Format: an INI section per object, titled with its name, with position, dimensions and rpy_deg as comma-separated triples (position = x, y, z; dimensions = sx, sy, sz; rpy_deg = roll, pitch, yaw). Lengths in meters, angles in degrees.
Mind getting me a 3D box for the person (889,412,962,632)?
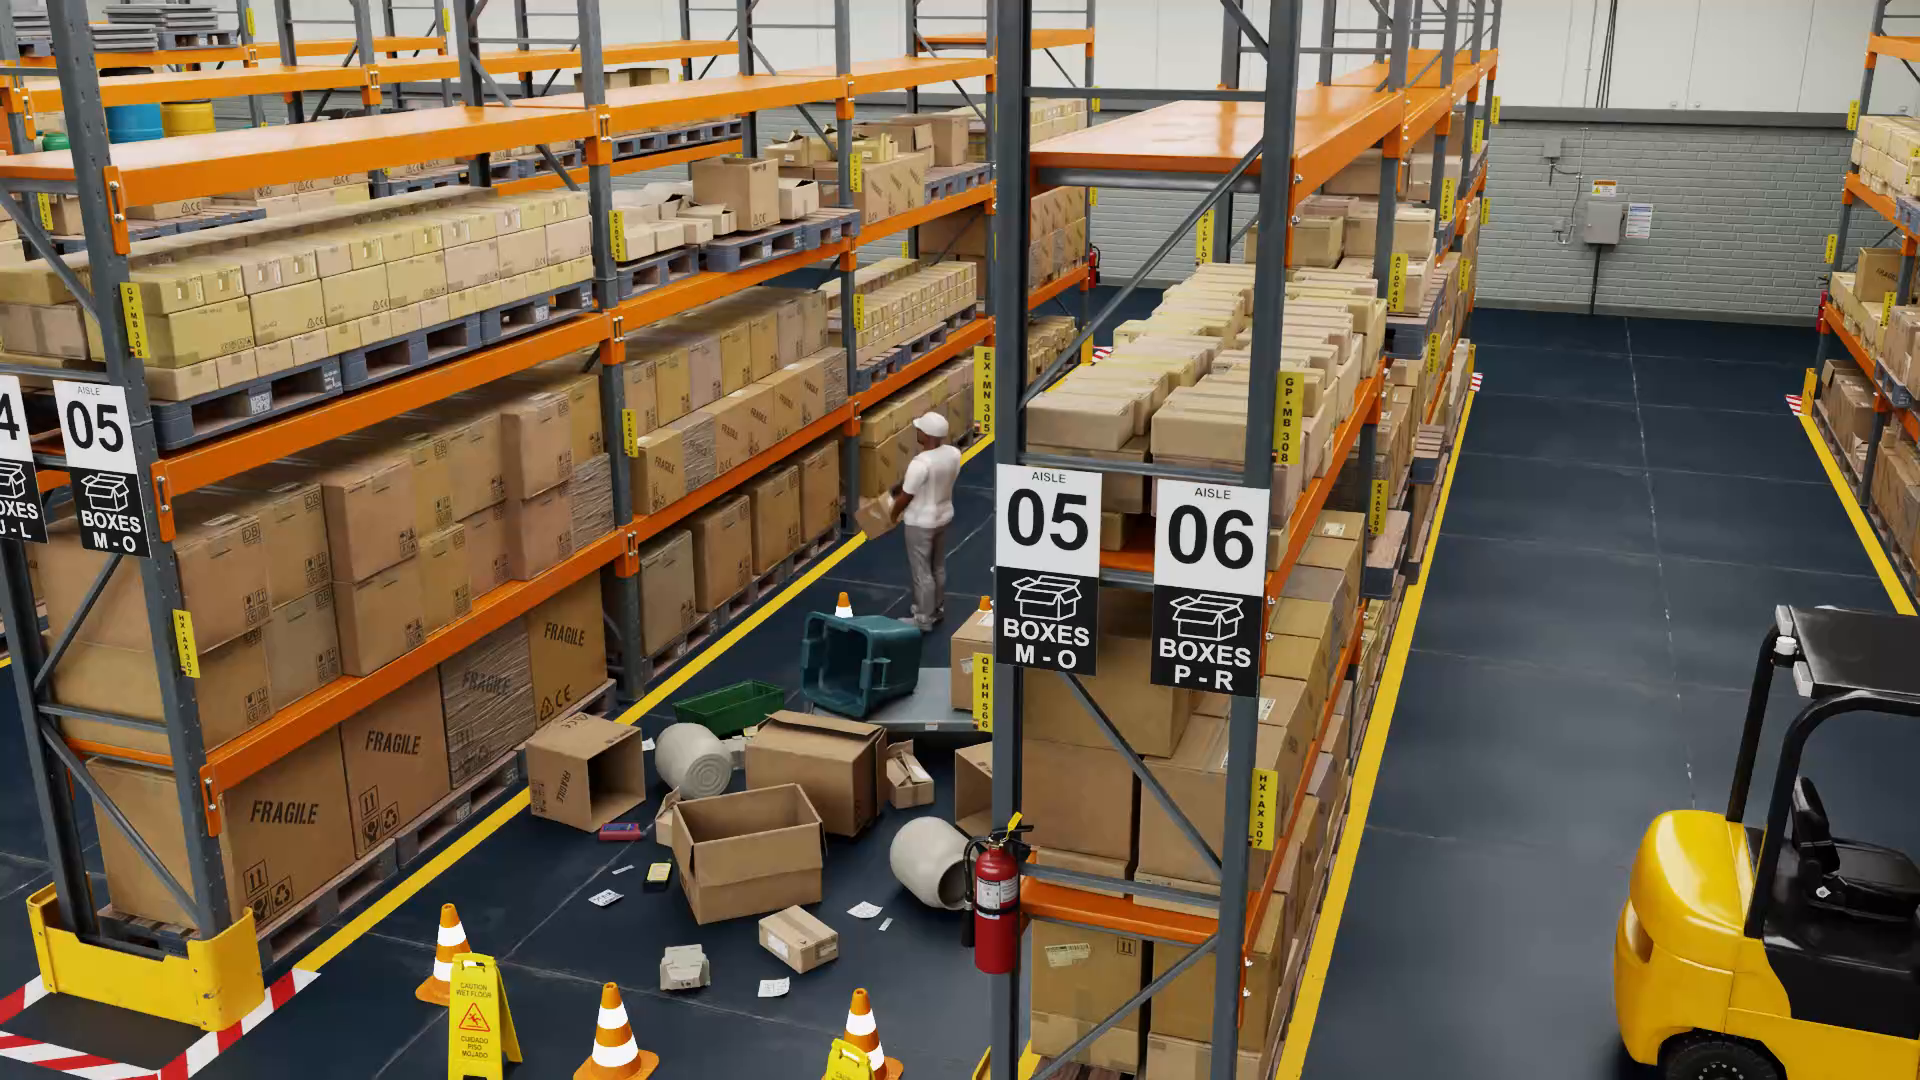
[person]
position = -0.301, -0.158, 12.980
dimensions = 0.531, 1.771, 0.545
rpy_deg = 14, 23, 35
